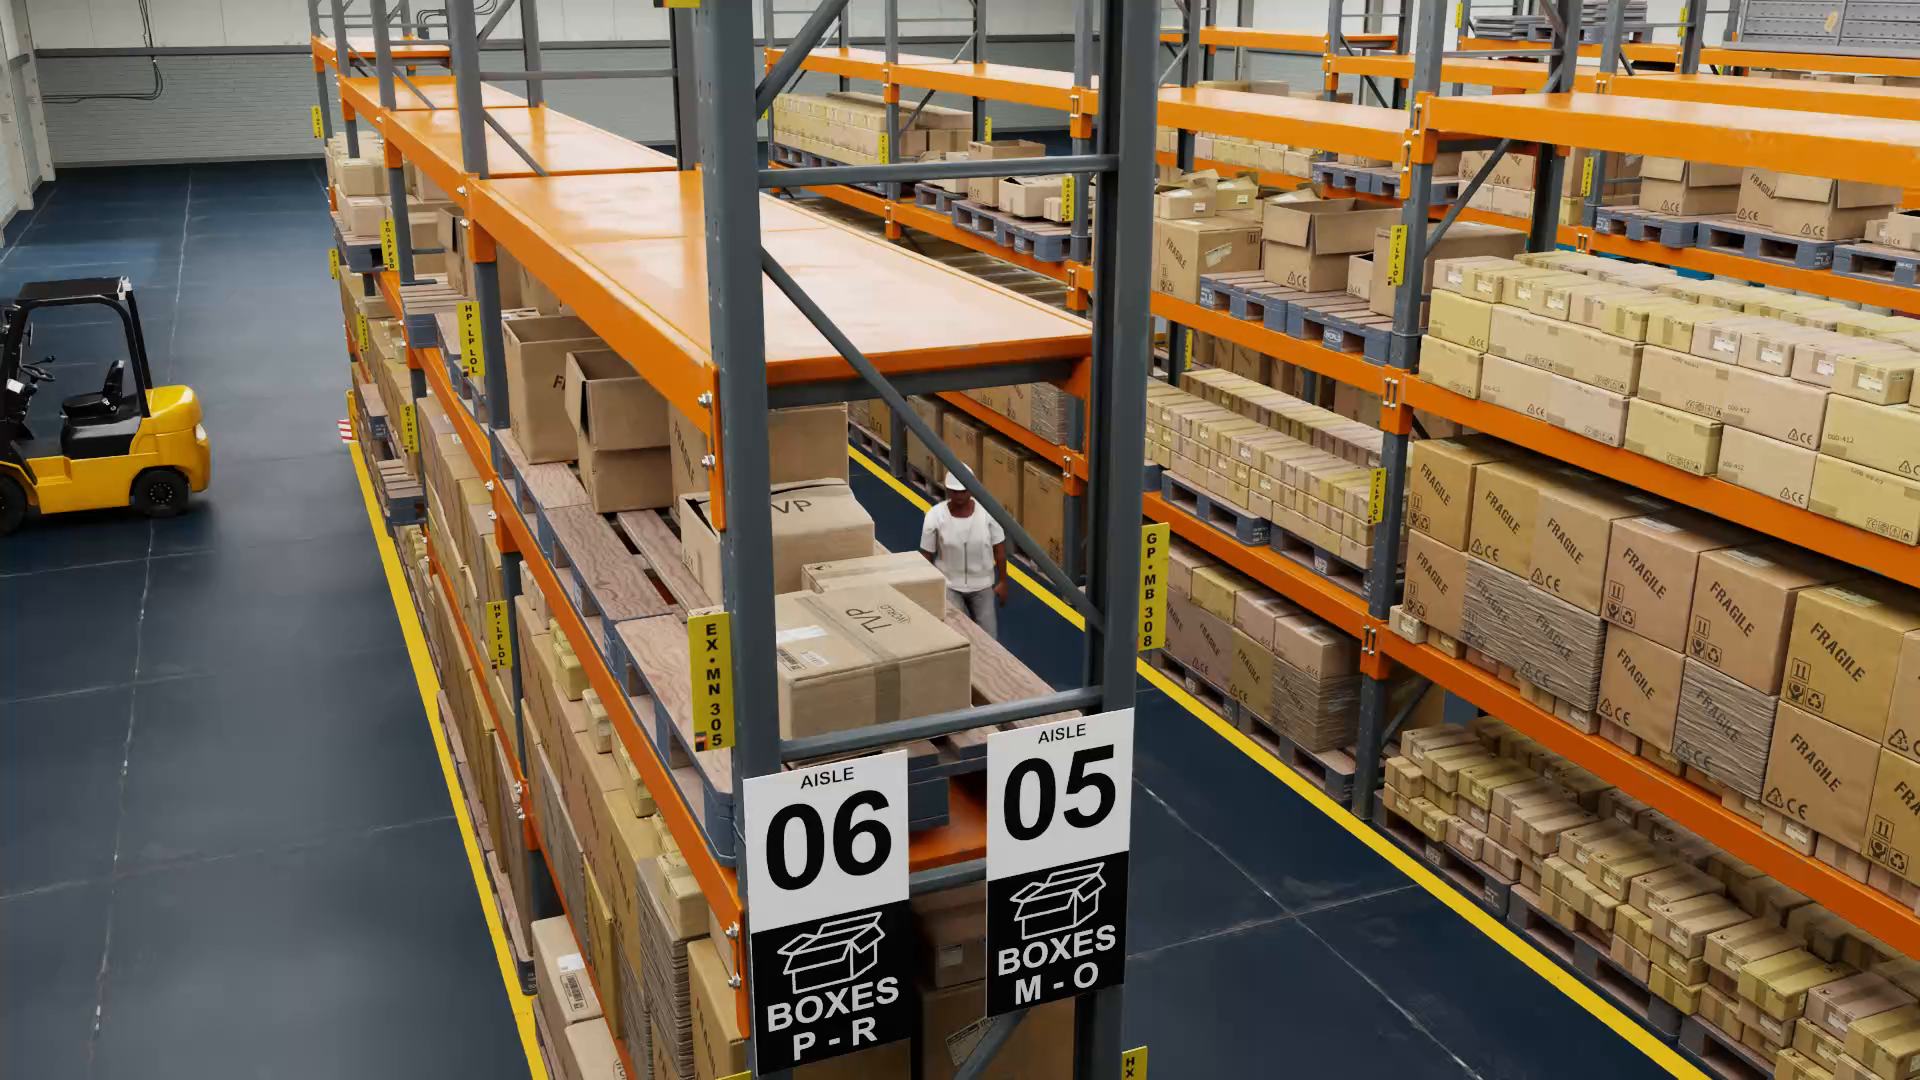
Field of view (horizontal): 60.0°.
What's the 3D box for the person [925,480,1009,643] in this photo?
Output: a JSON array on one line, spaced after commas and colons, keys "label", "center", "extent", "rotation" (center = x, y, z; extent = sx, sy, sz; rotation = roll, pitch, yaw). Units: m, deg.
[{"label": "person", "center": [0.086, 0.459, 11.234], "extent": [0.582, 1.784, 0.613], "rotation": [-8, 20, -22]}]
